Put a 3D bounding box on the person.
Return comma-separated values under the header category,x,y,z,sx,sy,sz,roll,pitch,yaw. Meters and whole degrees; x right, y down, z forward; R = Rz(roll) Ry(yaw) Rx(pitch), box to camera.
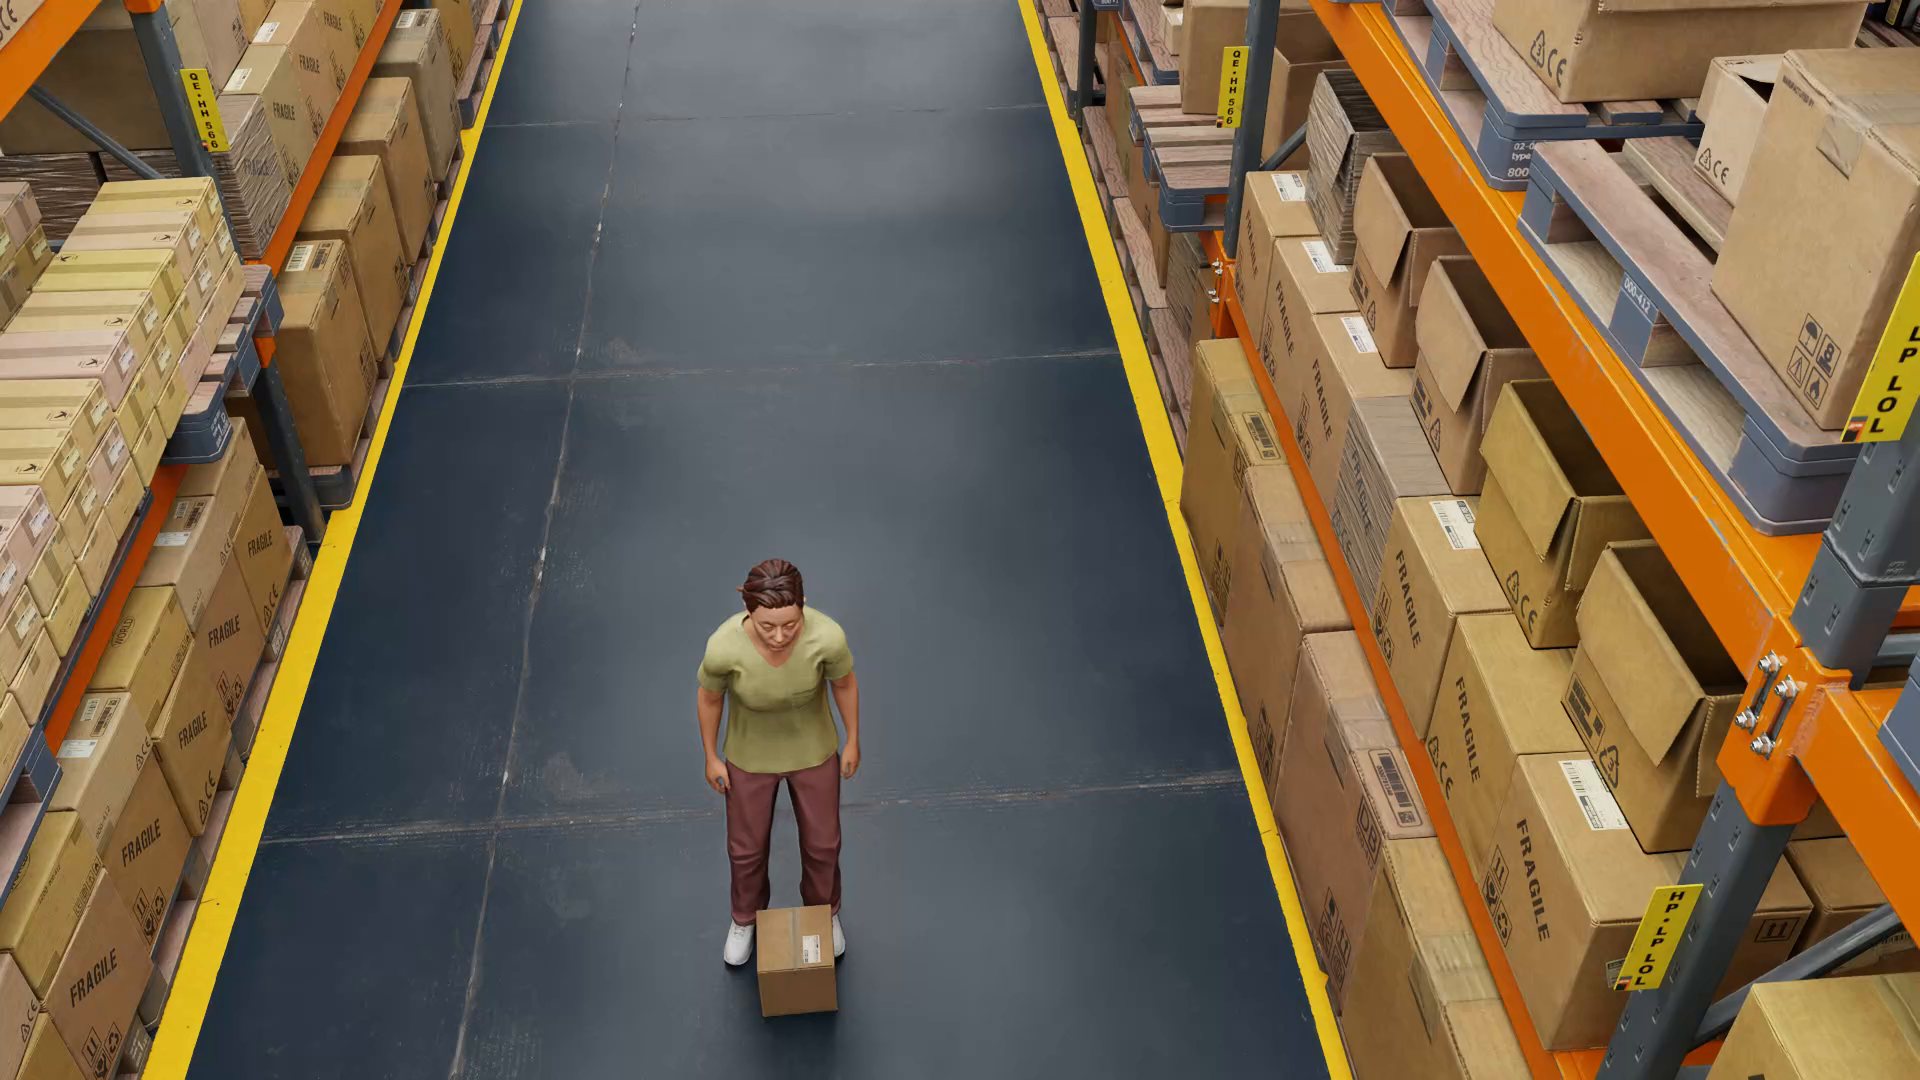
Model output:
category,x,y,z,sx,sy,sz,roll,pitch,yaw
person,-0.568,0.701,5.299,0.521,1.672,0.365,-5,40,-6
